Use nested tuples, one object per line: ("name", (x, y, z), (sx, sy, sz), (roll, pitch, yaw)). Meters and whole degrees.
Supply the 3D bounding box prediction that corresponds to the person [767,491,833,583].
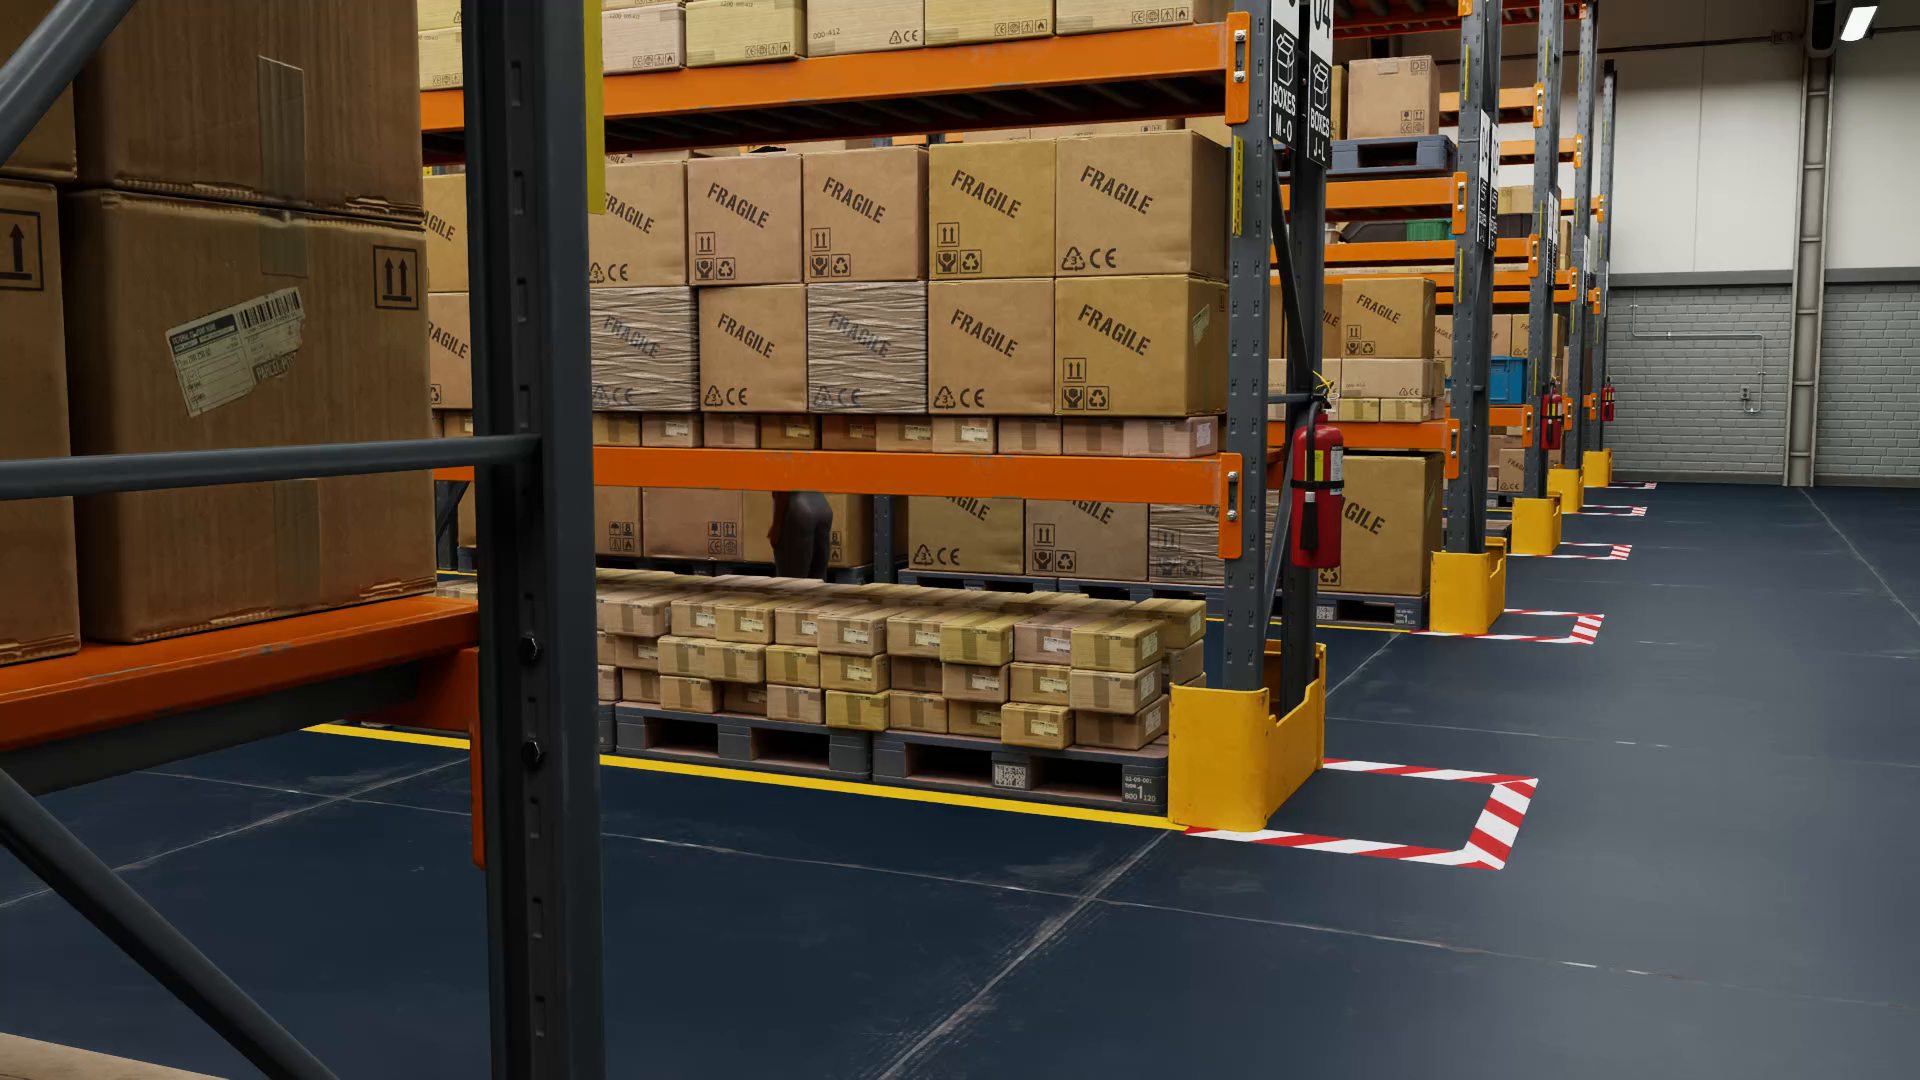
("person", (-0.865, -0.106, 8.864), (0.317, 1.663, 0.436), (3, 6, 24))
